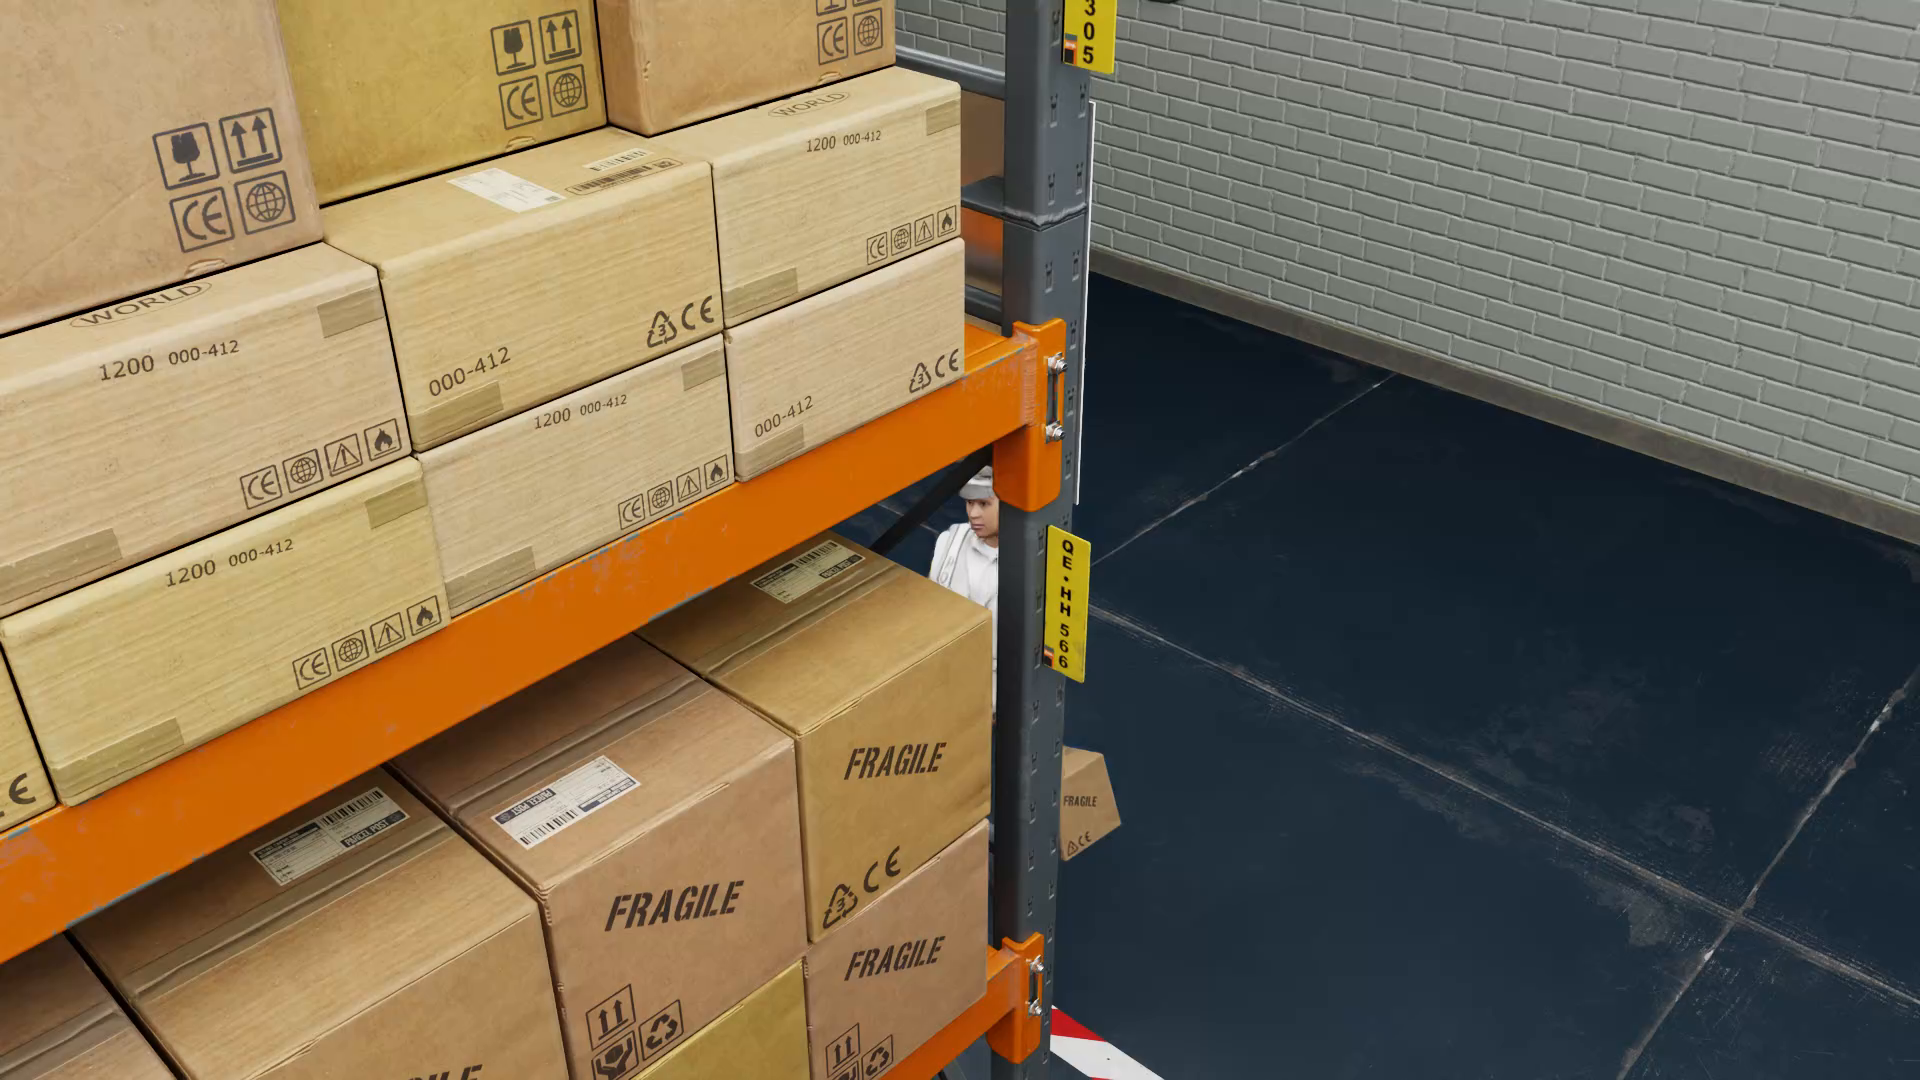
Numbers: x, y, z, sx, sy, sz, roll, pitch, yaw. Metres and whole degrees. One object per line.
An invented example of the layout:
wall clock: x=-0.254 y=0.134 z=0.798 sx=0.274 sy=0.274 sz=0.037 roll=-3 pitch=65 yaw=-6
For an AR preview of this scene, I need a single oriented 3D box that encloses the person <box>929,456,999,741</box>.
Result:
person: x=0.093 y=0.508 z=5.275 sx=0.498 sy=1.699 sz=0.521 roll=11 pitch=33 yaw=17
